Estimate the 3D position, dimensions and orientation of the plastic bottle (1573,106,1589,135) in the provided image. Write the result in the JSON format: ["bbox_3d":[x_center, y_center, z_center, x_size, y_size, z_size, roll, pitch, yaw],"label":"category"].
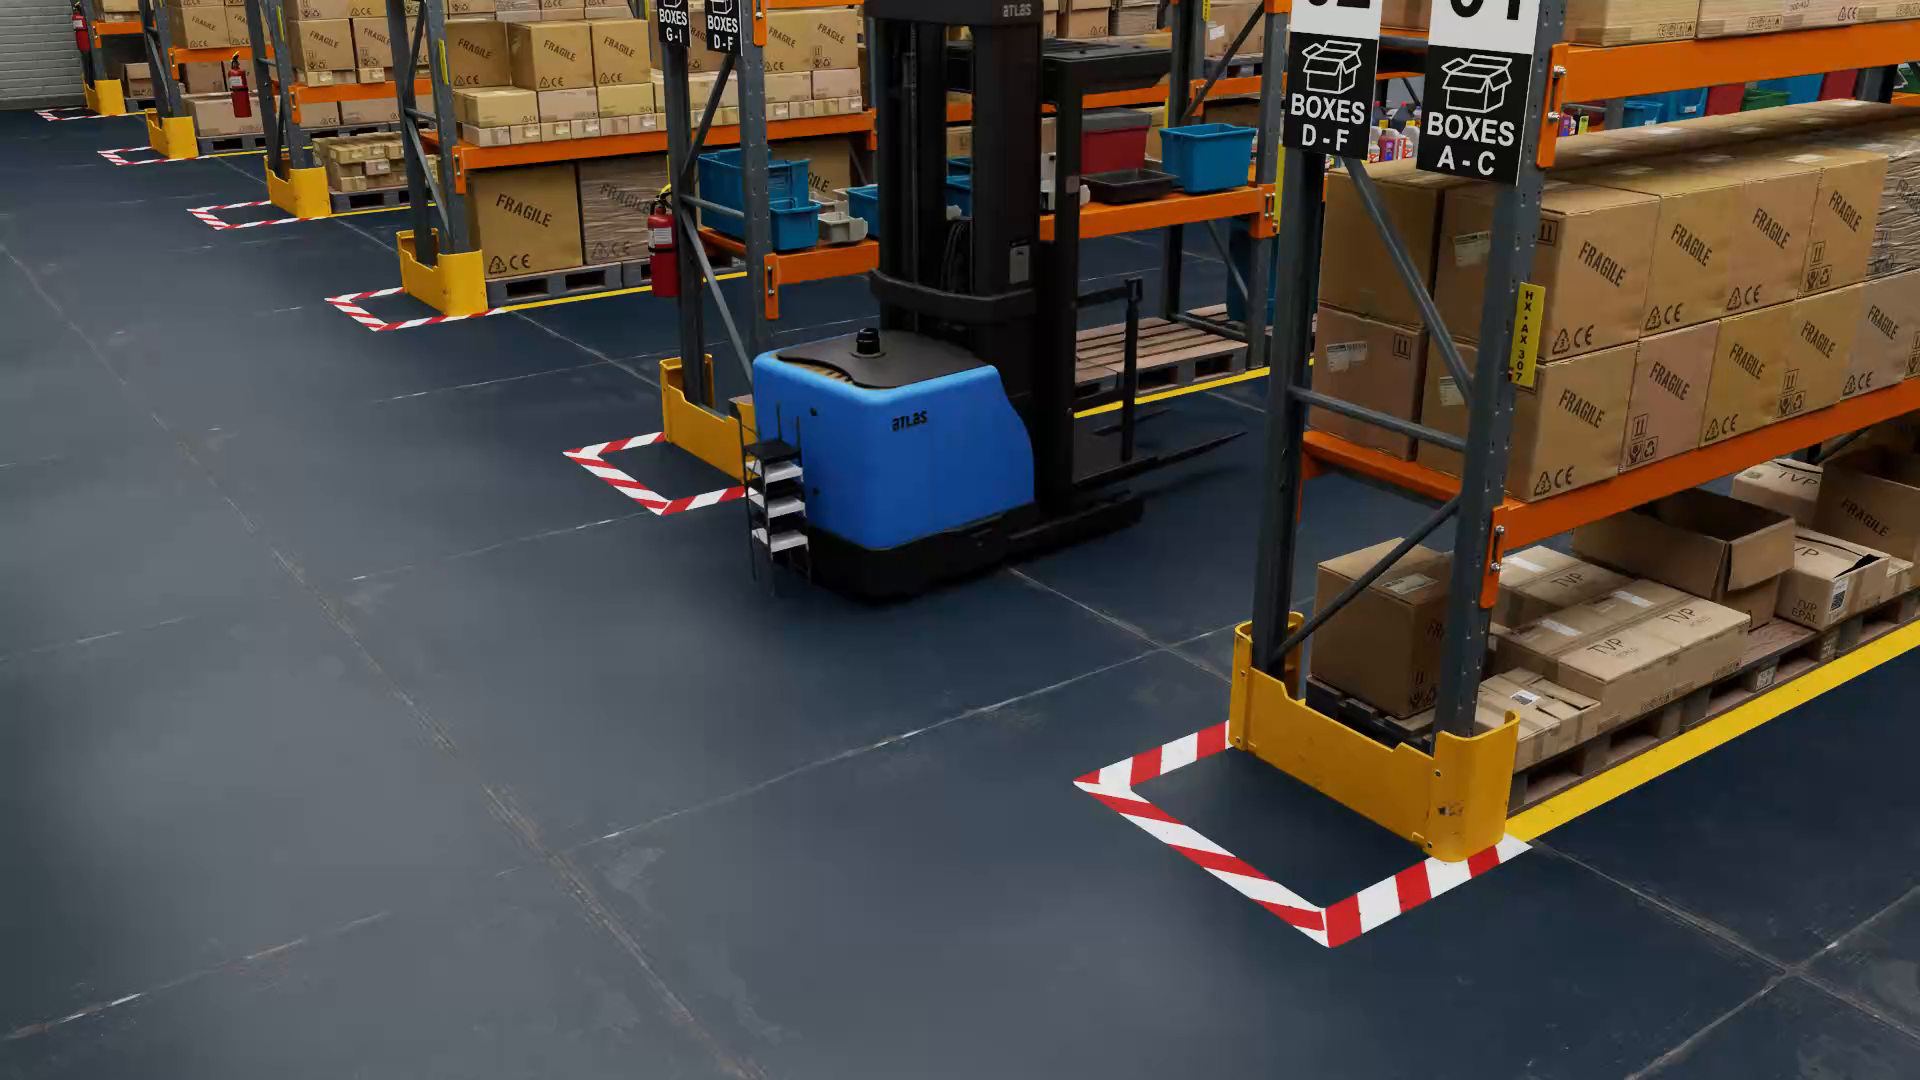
[{"bbox_3d":[5.019,-3.371,13.454,0.133,0.283,0.061,-15,26,-33],"label":"plastic bottle"}]

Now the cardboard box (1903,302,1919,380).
[{"bbox_3d":[4.067,-1.033,7.303,0.500,0.500,0.500,-14,26,-31],"label":"cardboard box"}]

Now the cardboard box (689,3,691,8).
[{"bbox_3d":[-3.268,-6.081,19.057,0.250,0.149,0.380,-13,25,-30],"label":"cardboard box"}]

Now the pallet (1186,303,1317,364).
[{"bbox_3d":[2.502,-1.634,12.707,1.213,0.211,1.003,-15,26,-33],"label":"pallet"}]

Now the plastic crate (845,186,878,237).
[{"bbox_3d":[-0.469,-1.956,9.896,0.300,0.233,0.416,-15,26,-33],"label":"plastic crate"}]

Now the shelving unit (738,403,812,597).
[{"bbox_3d":[-0.906,-0.195,8.160,0.210,0.900,0.258,-15,26,-28],"label":"shelving unit"}]

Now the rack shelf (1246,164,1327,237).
[{"bbox_3d":[3.475,-2.874,13.022,4.000,0.370,1.077,-15,26,-33],"label":"rack shelf"}]

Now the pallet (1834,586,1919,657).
[{"bbox_3d":[4.183,0.160,8.212,1.213,0.211,1.003,-15,26,-33],"label":"pallet"}]

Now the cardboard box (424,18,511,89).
[{"bbox_3d":[-4.046,-4.001,13.664,0.500,0.500,0.500,-15,26,-32],"label":"cardboard box"}]

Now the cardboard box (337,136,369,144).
[{"bbox_3d":[-6.584,-4.289,18.074,0.250,0.149,0.380,-14,26,-32],"label":"cardboard box"}]

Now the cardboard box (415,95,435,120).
[{"bbox_3d":[-7.401,-6.148,23.146,0.875,0.438,0.875,-15,26,-34],"label":"cardboard box"}]

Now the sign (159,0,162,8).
[{"bbox_3d":[-9.757,-6.651,20.243,0.005,0.325,0.100,-15,26,-33],"label":"sign"}]

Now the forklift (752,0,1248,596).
[{"bbox_3d":[0.375,-1.528,8.771,3.031,2.935,1.130,-18,28,-38],"label":"forklift"}]

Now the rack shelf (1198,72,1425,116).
[{"bbox_3d":[3.829,-5.230,18.926,4.000,0.370,1.077,-15,26,-33],"label":"rack shelf"}]

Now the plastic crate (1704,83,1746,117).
[{"bbox_3d":[6.588,-3.928,14.607,0.583,0.464,0.402,-15,26,-33],"label":"plastic crate"}]

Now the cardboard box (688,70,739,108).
[{"bbox_3d":[-2.080,-3.936,14.513,0.500,0.250,0.500,-14,26,-32],"label":"cardboard box"}]

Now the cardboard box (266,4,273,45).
[{"bbox_3d":[-8.701,-6.667,21.422,0.500,0.500,0.500,-15,26,-33],"label":"cardboard box"}]

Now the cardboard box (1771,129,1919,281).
[{"bbox_3d":[3.658,-1.387,6.840,0.500,0.500,0.500,-15,26,-32],"label":"cardboard box"}]

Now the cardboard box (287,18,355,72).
[{"bbox_3d":[-6.577,-5.112,17.124,0.500,0.500,0.500,-14,25,-30],"label":"cardboard box"}]

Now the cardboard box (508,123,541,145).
[{"bbox_3d":[-3.600,-3.316,13.498,0.250,0.149,0.380,-15,26,-34],"label":"cardboard box"}]

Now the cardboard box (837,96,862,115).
[{"bbox_3d":[-1.098,-3.984,15.172,0.250,0.149,0.380,-15,26,-33],"label":"cardboard box"}]

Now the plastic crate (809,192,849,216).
[{"bbox_3d":[-0.840,-2.046,10.250,0.243,0.136,0.396,-15,26,-33],"label":"plastic crate"}]

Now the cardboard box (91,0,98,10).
[{"bbox_3d":[-12.760,-8.121,25.002,0.500,0.250,0.500,-14,26,-31],"label":"cardboard box"}]

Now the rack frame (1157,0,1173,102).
[{"bbox_3d":[2.638,-7.511,23.671,0.127,3.000,1.000,-15,26,-33],"label":"rack frame"}]

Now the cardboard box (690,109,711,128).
[{"bbox_3d":[-2.348,-3.651,14.337,0.250,0.149,0.380,-14,26,-32],"label":"cardboard box"}]

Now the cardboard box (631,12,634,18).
[{"bbox_3d":[-4.665,-7.636,24.187,0.500,0.250,0.500,-15,26,-33],"label":"cardboard box"}]

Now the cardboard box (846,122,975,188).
[{"bbox_3d":[-0.534,-3.618,16.216,0.875,0.875,1.225,-15,26,-33],"label":"cardboard box"}]

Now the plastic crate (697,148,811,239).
[{"bbox_3d":[-1.233,-2.082,9.939,0.499,0.435,0.616,-15,26,-33],"label":"plastic crate"}]

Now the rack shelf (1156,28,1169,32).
[{"bbox_3d":[1.014,-6.744,22.720,4.000,0.370,1.077,-15,26,-33],"label":"rack shelf"}]

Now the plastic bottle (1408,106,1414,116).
[{"bbox_3d":[3.593,-3.354,13.411,0.133,0.283,0.061,-15,26,-33],"label":"plastic bottle"}]

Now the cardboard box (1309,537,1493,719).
[{"bbox_3d":[1.791,0.347,6.760,0.500,0.500,0.500,-15,26,-33],"label":"cardboard box"}]

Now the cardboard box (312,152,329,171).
[{"bbox_3d":[-6.841,-4.123,18.059,0.250,0.149,0.380,-16,27,-34],"label":"cardboard box"}]

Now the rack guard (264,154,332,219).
[{"bbox_3d":[-7.041,-3.769,17.667,0.348,0.500,1.175,-15,26,-33],"label":"rack guard"}]

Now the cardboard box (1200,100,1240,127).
[{"bbox_3d":[2.732,-4.677,18.336,0.500,0.250,0.500,-14,26,-31],"label":"cardboard box"}]

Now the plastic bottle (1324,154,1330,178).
[{"bbox_3d":[2.589,-2.693,11.866,0.097,0.201,0.097,0,22,0],"label":"plastic bottle"}]

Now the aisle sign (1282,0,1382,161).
[{"bbox_3d":[1.260,-1.703,5.609,0.004,0.787,0.394,-15,26,-33],"label":"aisle sign"}]

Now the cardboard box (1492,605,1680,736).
[{"bbox_3d":[2.507,0.514,6.678,0.500,0.250,0.500,-15,26,-33],"label":"cardboard box"}]

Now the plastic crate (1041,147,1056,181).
[{"bbox_3d":[0.504,-2.473,11.125,0.530,0.282,0.437,-15,26,-33],"label":"plastic crate"}]

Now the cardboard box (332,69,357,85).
[{"bbox_3d":[-6.466,-4.836,17.307,0.250,0.149,0.380,-14,26,-31],"label":"cardboard box"}]

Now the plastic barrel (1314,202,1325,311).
[{"bbox_3d":[2.877,-2.261,12.781,0.708,0.901,0.600,-15,26,-33],"label":"plastic barrel"}]

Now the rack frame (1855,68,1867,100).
[{"bbox_3d":[8.345,-4.507,16.143,0.127,3.000,1.000,-15,26,-33],"label":"rack frame"}]

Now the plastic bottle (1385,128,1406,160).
[{"bbox_3d":[3.201,-2.903,12.293,0.135,0.276,0.152,-15,26,-33],"label":"plastic bottle"}]

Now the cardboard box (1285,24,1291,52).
[{"bbox_3d":[3.700,-5.550,18.393,0.500,0.250,0.500,-16,27,-34],"label":"cardboard box"}]

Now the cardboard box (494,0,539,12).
[{"bbox_3d":[-4.920,-6.025,18.063,0.500,0.500,0.500,-14,26,-31],"label":"cardboard box"}]

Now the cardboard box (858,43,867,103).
[{"bbox_3d":[-0.821,-4.495,15.979,0.500,0.500,0.500,-15,26,-33],"label":"cardboard box"}]

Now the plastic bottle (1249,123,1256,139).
[{"bbox_3d":[2.143,-2.967,12.442,0.133,0.283,0.061,-15,26,-33],"label":"plastic bottle"}]

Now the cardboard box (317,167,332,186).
[{"bbox_3d":[-6.798,-3.961,18.056,0.250,0.149,0.380,-14,26,-32],"label":"cardboard box"}]

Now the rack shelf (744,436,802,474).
[{"bbox_3d":[-0.914,-0.413,8.068,0.200,0.077,0.258,-15,26,-28],"label":"rack shelf"}]

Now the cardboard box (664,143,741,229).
[{"bbox_3d":[-2.355,-3.160,15.068,0.875,0.875,0.875,-15,26,-33],"label":"cardboard box"}]

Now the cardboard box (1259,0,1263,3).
[{"bbox_3d":[4.242,-8.016,24.735,0.500,0.550,0.875,-15,26,-33],"label":"cardboard box"}]

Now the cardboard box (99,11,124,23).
[{"bbox_3d":[-12.551,-7.745,24.598,0.250,0.149,0.380,-15,26,-33],"label":"cardboard box"}]

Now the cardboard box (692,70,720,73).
[{"bbox_3d":[-2.400,-4.091,14.902,0.500,0.250,0.500,-14,26,-32],"label":"cardboard box"}]

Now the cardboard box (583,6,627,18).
[{"bbox_3d":[-4.084,-5.774,18.783,0.500,0.500,0.500,-15,26,-33],"label":"cardboard box"}]

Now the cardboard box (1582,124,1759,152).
[{"bbox_3d":[2.939,-1.443,6.980,0.500,0.500,0.500,-14,26,-31],"label":"cardboard box"}]

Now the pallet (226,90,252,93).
[{"bbox_3d":[-11.280,-7.030,26.229,1.213,0.211,1.003,-15,26,-33],"label":"pallet"}]

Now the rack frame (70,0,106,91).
[{"bbox_3d":[-12.978,-7.873,24.580,0.127,3.000,1.000,-15,26,-33],"label":"rack frame"}]
